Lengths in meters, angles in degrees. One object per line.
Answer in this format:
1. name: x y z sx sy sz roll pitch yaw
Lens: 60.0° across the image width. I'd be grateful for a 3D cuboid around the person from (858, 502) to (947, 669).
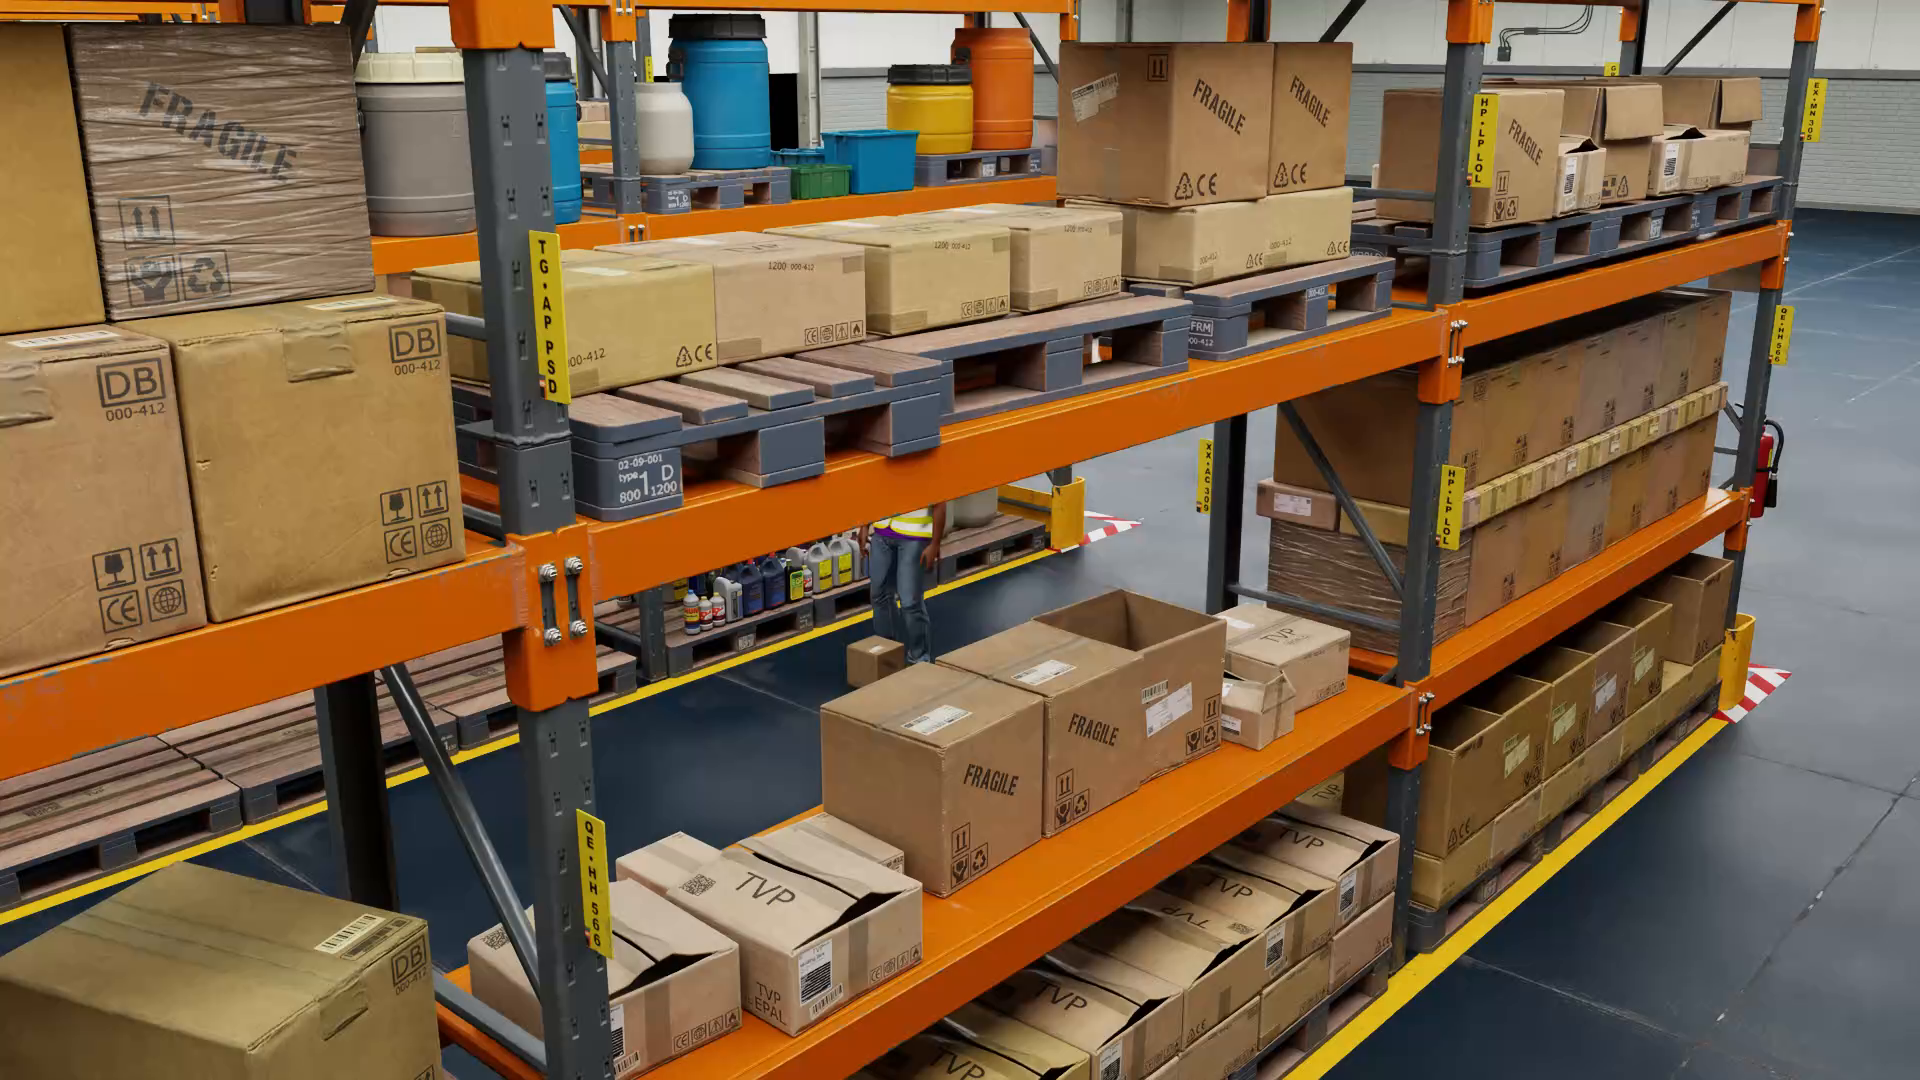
1. person: -0.369 -0.016 10.067 0.626 1.759 0.463 13 21 37
